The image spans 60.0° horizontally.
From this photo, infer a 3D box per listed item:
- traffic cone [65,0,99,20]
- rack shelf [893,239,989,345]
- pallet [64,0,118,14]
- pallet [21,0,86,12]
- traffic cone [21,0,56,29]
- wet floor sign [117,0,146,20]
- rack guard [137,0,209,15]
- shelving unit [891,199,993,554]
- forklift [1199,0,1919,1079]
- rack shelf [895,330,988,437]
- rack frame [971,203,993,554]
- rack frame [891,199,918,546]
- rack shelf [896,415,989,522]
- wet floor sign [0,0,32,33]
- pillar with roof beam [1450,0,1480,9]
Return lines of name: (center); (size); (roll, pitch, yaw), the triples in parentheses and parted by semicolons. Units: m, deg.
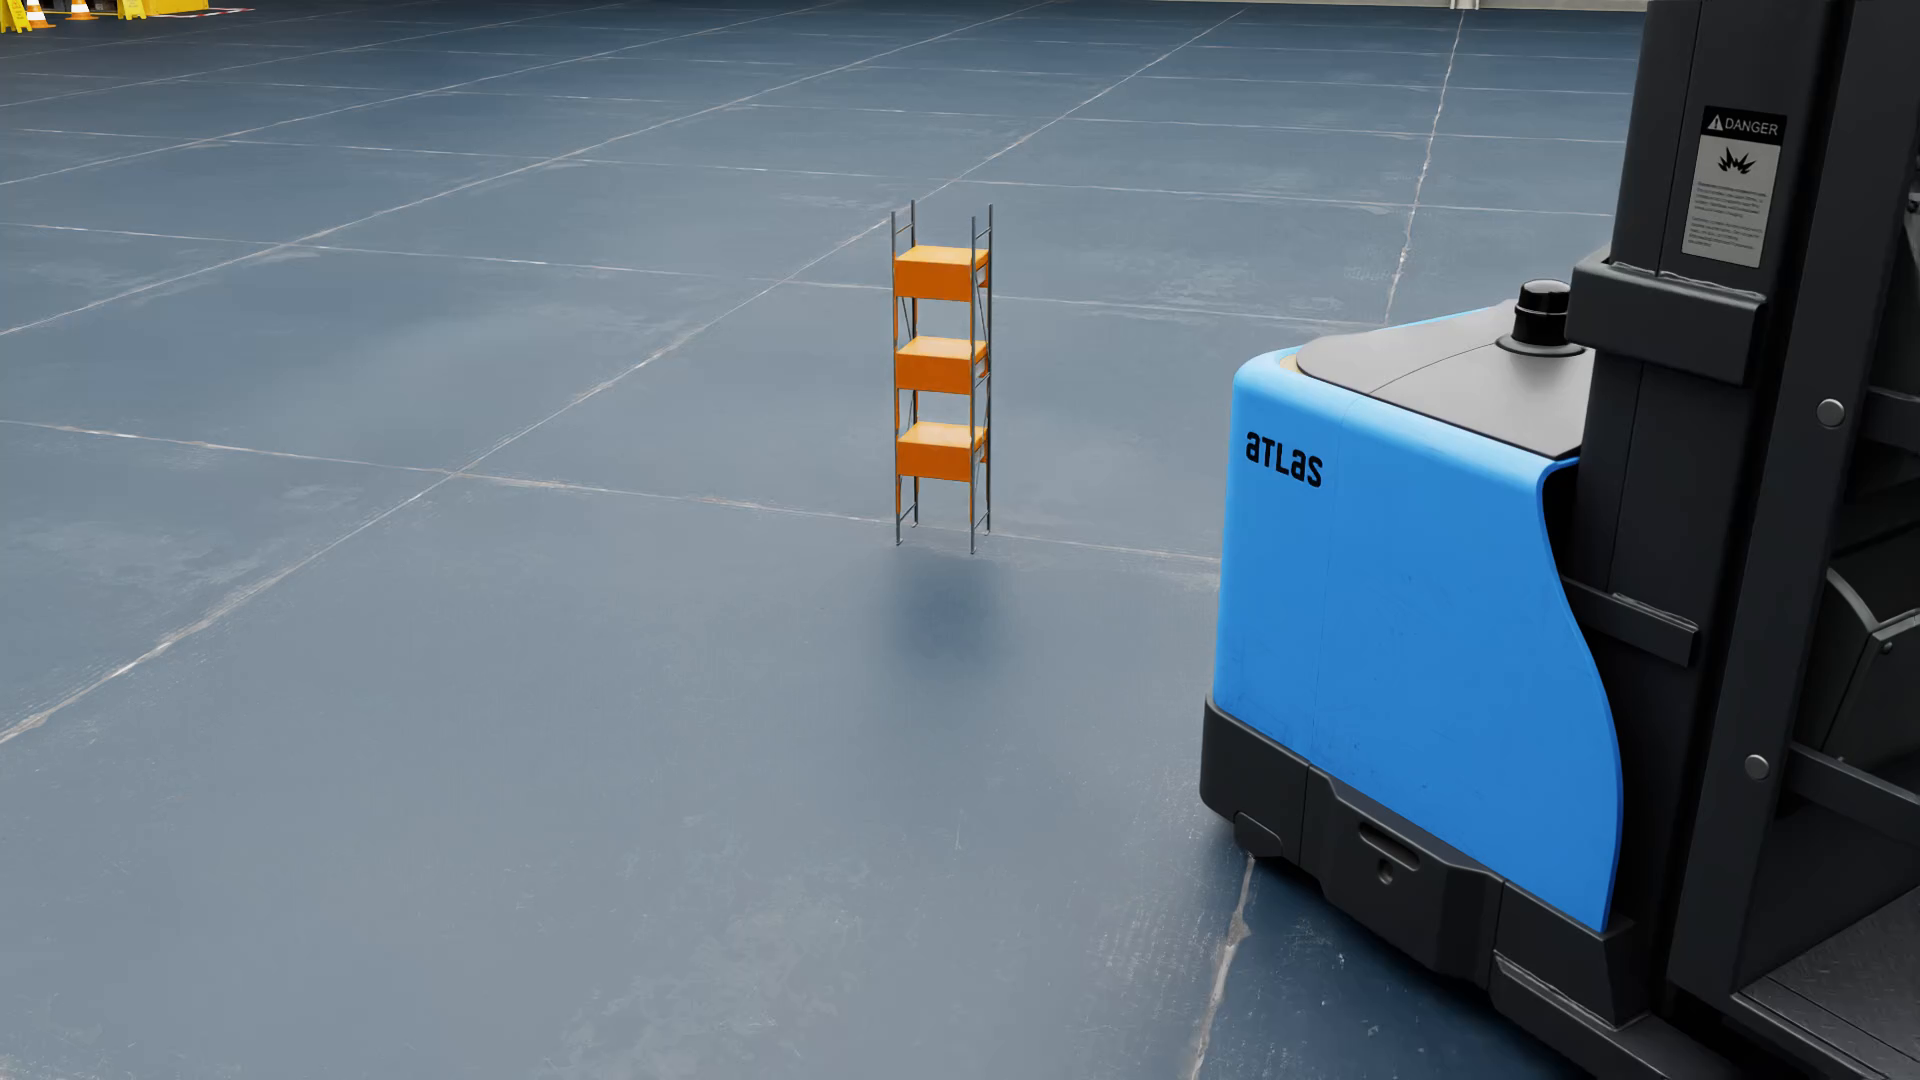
traffic cone: (-11.783, -7.208, 22.233); (0.334, 0.463, 0.336); (7, 23, 16)
rack shelf: (-0.051, -0.744, 4.981); (0.240, 0.259, 0.215); (7, 23, 15)
pallet: (-11.839, -7.623, 23.577); (1.213, 0.211, 1.003); (7, 23, 16)
pallet: (-13.003, -7.758, 23.905); (1.213, 0.211, 1.003); (7, 23, 16)
traffic cone: (-11.778, -6.767, 21.159); (0.334, 0.463, 0.336); (7, 23, 16)
wet floor sign: (-11.126, -7.304, 22.227); (0.232, 0.644, 0.267); (16, 27, 34)
rack guard: (-11.071, -7.655, 23.274); (0.348, 0.500, 1.175); (7, 23, 16)
shelving unit: (-0.051, -0.492, 5.085); (0.252, 1.050, 0.215); (7, 23, 15)
forklift: (1.762, -0.363, 2.292); (1.130, 2.935, 3.031); (-14, 26, -31)
rack shelf: (-0.051, -0.482, 5.089); (0.240, 0.259, 0.215); (7, 23, 15)
rack frame: (0.066, -0.478, 5.052); (0.008, 1.050, 0.200); (7, 23, 15)
rack frame: (-0.168, -0.505, 5.118); (0.008, 1.050, 0.200); (7, 23, 15)
rack shelf: (-0.051, -0.225, 5.195); (0.240, 0.259, 0.215); (7, 23, 15)
wet floor sign: (-11.732, -6.621, 20.560); (0.232, 0.644, 0.267); (3, 22, 6)
pillar with roof beam: (6.015, -10.249, 18.399); (0.400, 9.000, 9.100); (7, 23, 16)
